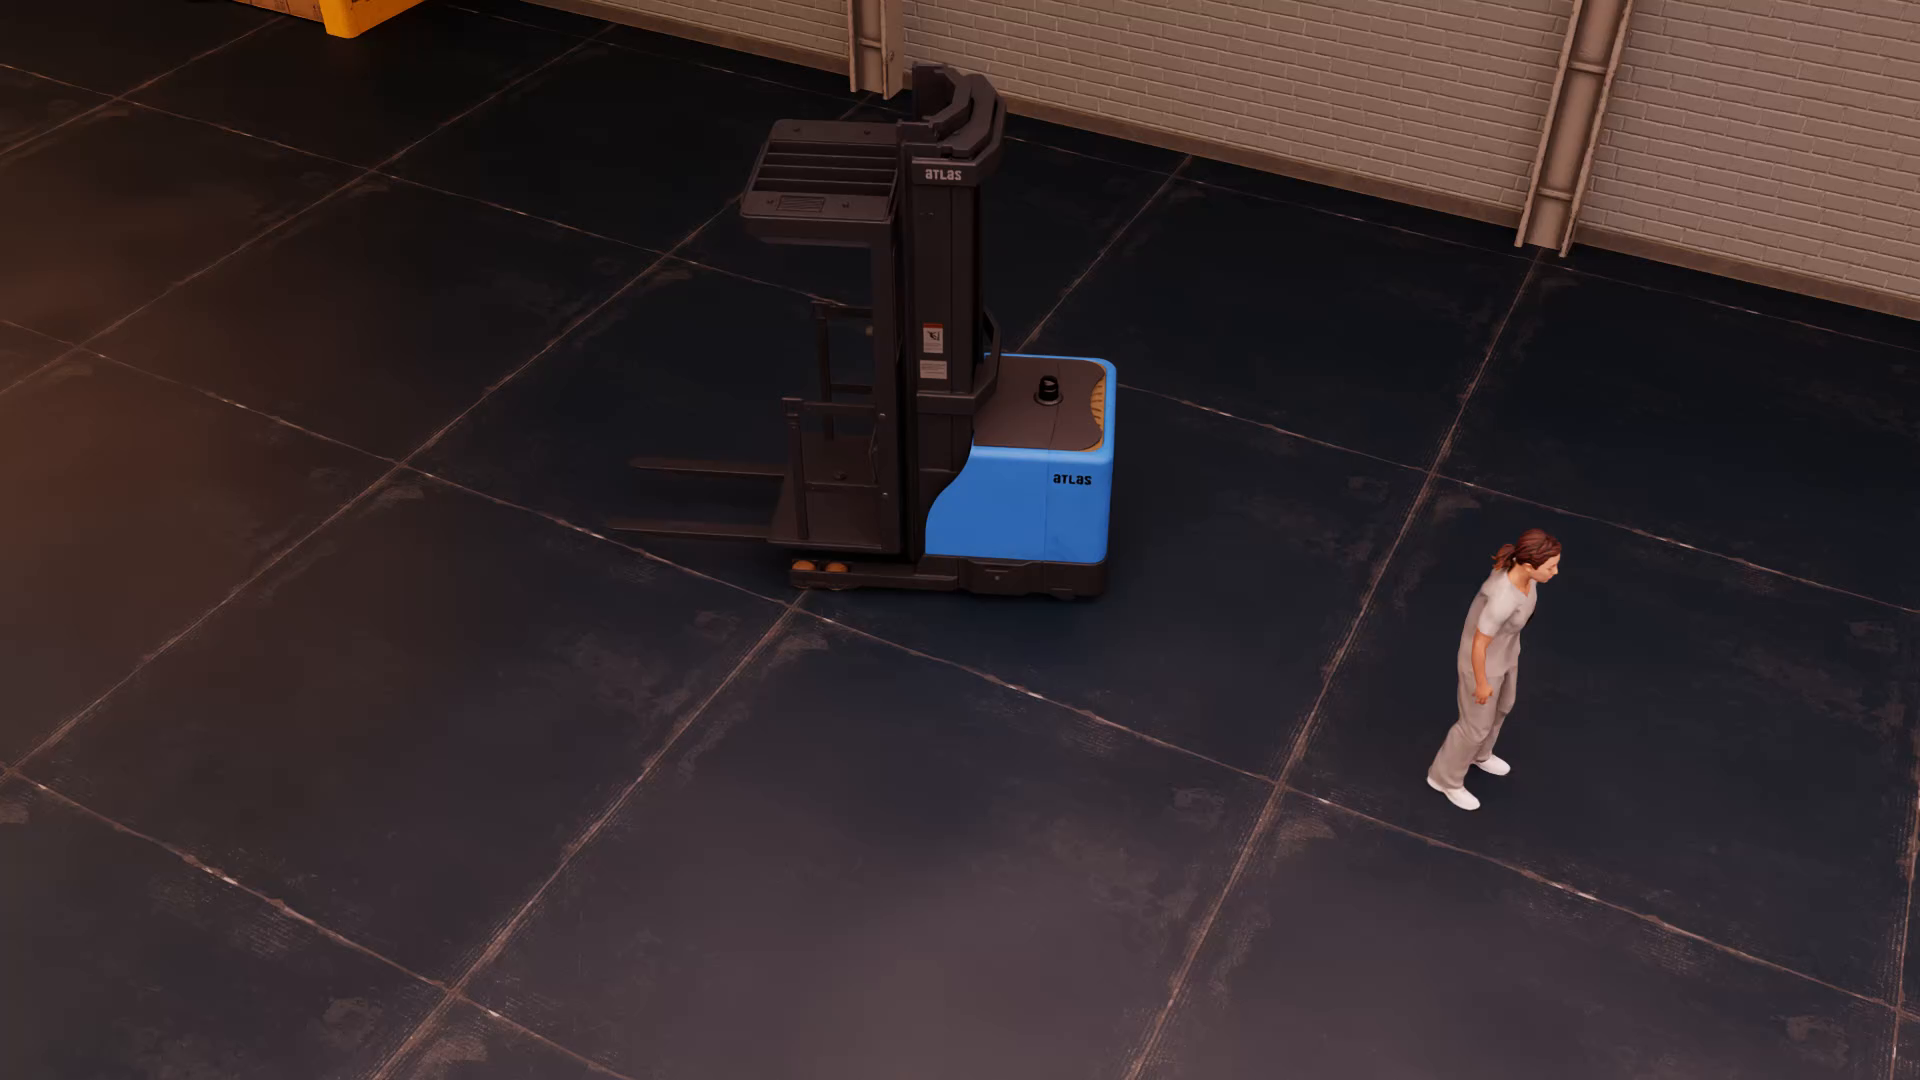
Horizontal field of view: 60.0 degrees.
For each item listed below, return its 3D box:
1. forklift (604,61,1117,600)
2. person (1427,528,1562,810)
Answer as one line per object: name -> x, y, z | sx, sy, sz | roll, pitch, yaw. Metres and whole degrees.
forklift -> -0.606, -1.157, 9.360 | 3.031, 2.935, 1.130 | 3, 40, 4
person -> 2.662, 0.609, 8.249 | 0.375, 1.669, 0.490 | 25, 46, 27
